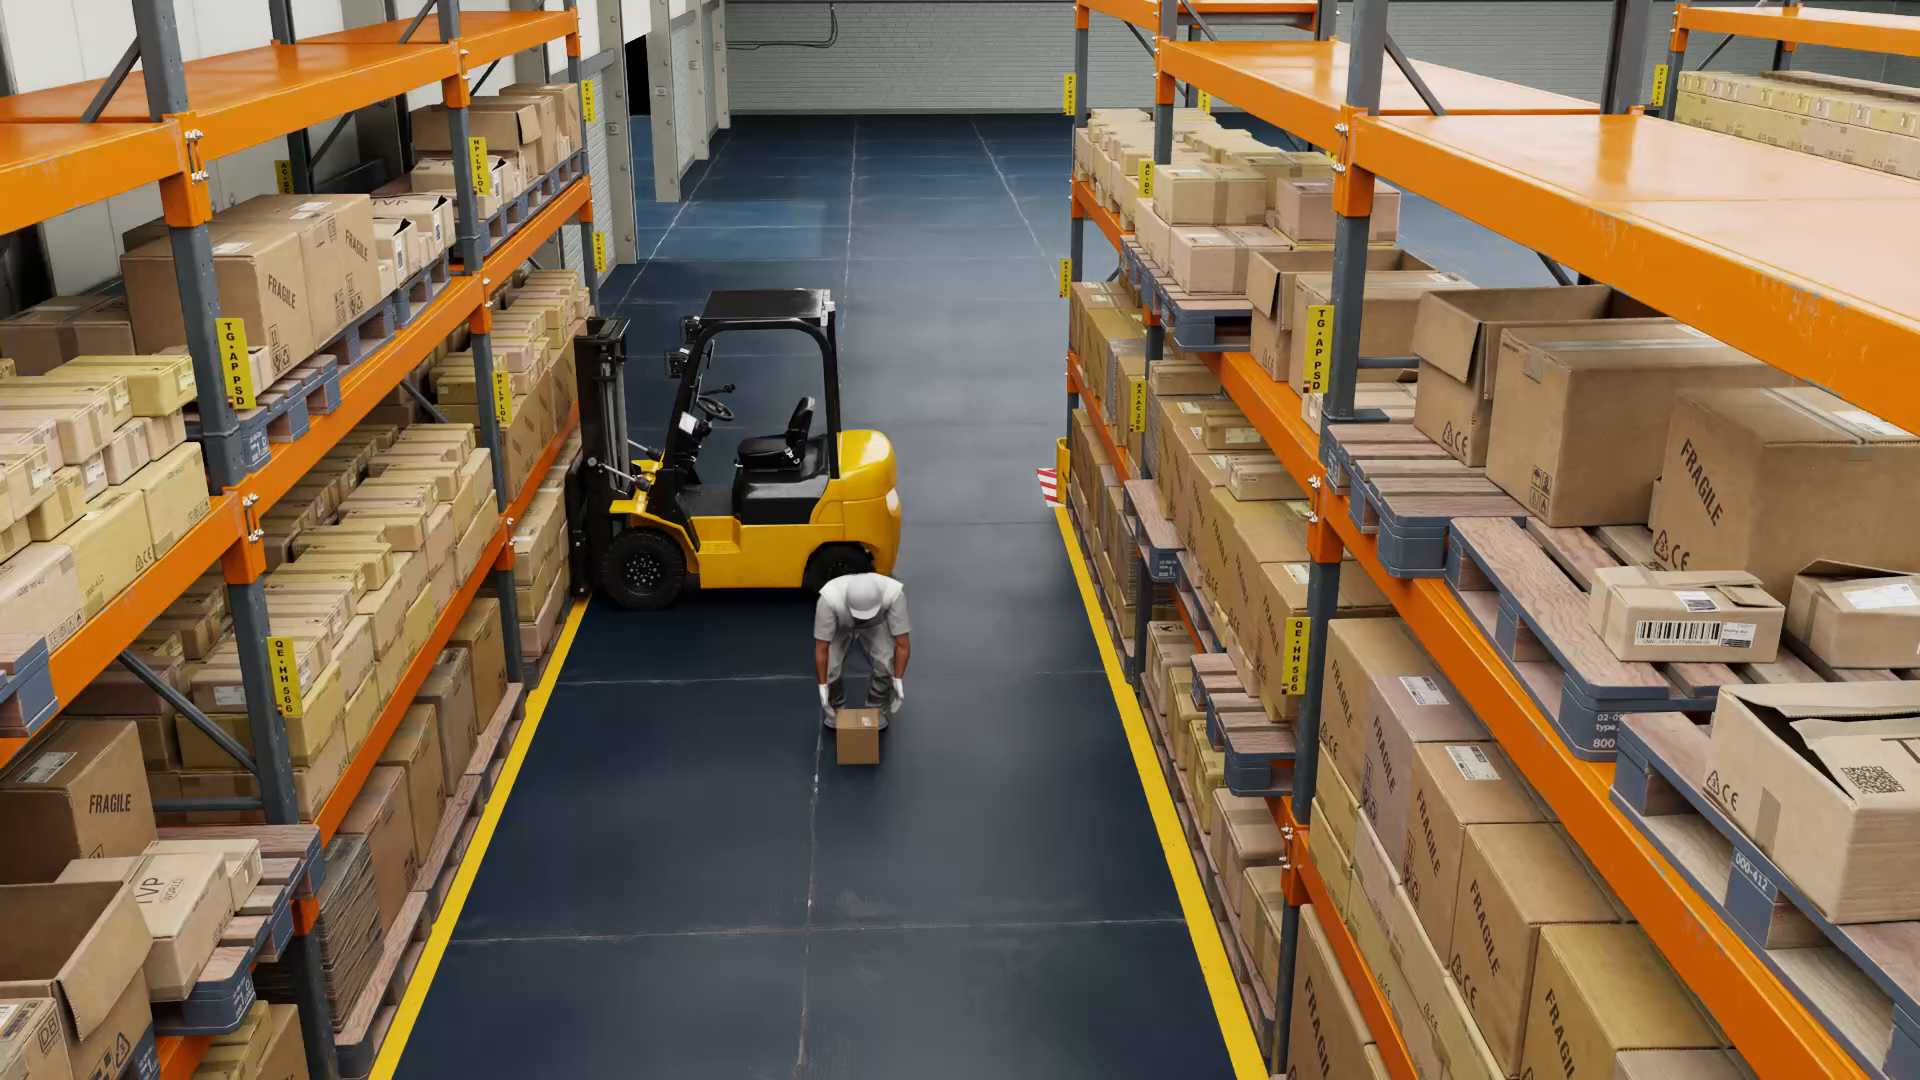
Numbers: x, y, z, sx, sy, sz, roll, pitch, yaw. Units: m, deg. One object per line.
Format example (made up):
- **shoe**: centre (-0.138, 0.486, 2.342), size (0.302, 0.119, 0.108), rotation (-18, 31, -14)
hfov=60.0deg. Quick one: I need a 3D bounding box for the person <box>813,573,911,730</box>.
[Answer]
- **person**: centre (-0.600, 0.636, 10.255), size (0.592, 1.140, 0.866), rotation (-1, 20, -3)
